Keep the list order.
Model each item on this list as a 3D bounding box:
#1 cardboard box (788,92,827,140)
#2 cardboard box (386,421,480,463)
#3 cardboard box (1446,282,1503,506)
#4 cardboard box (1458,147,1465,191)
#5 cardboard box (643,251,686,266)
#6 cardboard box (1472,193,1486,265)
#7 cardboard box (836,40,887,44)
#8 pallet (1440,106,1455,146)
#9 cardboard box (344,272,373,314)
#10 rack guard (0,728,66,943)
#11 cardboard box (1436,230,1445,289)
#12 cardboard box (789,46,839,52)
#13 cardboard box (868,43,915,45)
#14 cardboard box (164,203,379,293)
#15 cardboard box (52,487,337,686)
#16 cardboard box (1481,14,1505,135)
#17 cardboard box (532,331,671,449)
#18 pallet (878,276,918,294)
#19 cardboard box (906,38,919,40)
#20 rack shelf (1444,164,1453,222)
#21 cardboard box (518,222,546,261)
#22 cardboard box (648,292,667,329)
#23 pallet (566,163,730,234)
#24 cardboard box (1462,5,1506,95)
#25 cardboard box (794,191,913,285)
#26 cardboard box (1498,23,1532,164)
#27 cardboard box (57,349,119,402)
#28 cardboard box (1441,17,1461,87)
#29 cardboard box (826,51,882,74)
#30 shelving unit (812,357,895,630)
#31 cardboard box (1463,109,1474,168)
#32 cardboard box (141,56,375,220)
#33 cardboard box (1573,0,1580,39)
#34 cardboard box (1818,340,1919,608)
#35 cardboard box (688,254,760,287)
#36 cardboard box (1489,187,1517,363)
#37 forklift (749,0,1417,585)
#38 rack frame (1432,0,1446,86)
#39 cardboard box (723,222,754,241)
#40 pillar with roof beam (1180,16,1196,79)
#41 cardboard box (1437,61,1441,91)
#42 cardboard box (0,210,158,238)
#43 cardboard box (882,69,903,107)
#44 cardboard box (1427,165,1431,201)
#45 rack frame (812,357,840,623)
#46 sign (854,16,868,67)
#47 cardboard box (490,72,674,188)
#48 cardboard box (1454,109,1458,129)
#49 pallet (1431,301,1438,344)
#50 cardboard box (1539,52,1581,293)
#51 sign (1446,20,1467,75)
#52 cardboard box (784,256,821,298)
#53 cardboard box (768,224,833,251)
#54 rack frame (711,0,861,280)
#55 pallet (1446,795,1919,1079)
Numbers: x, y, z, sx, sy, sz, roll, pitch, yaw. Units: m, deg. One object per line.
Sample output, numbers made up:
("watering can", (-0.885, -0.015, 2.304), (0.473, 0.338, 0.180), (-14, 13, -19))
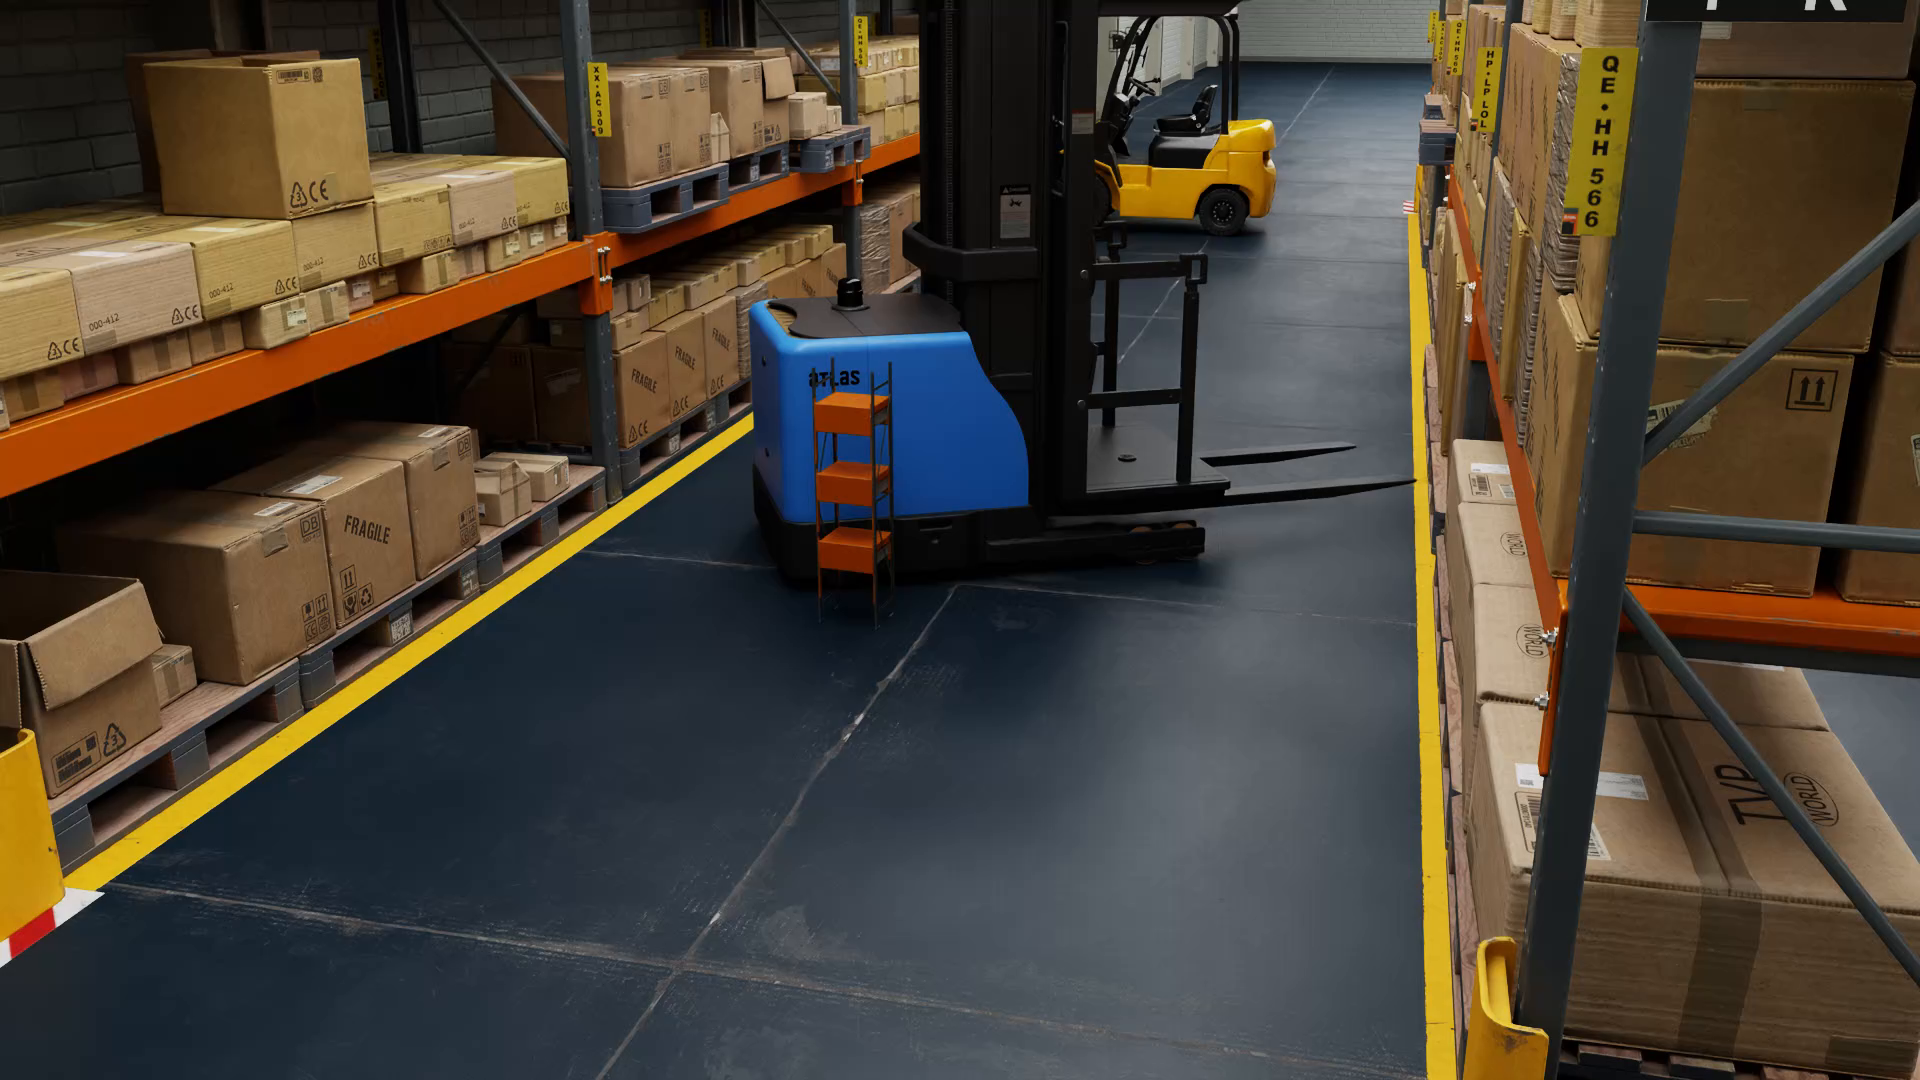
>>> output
("cardboard box", (-1.144, -2.666, 10.433), (0.500, 0.250, 0.500), (4, 19, 11))
("cardboard box", (-2.568, -0.378, 7.665), (0.500, 0.311, 0.500), (5, 20, 15))
("cardboard box", (2.710, -0.643, 7.568), (0.875, 0.875, 0.875), (5, 20, 15))
("cardboard box", (3.142, -2.136, 9.534), (0.500, 0.250, 0.500), (4, 19, 12))
("cardboard box", (-1.894, -1.668, 10.146), (0.380, 0.149, 0.250), (5, 19, 14))
("cardboard box", (2.502, -1.339, 7.199), (0.500, 0.250, 0.500), (4, 19, 12))
("cardboard box", (-0.823, -4.093, 13.872), (0.380, 0.149, 0.250), (5, 19, 13))
("pallet", (4.058, -3.036, 12.233), (1.003, 0.211, 1.213), (5, 19, 13))
("cardboard box", (-2.405, -0.919, 6.127), (0.380, 0.149, 0.250), (5, 19, 13))
("rack guard", (-3.136, 0.772, 4.653), (1.175, 0.500, 0.348), (5, 19, 13))
("cardboard box", (4.125, -2.104, 12.622), (0.950, 0.372, 0.625), (5, 20, 15))
("cardboard box", (-1.107, -3.692, 12.697), (0.380, 0.149, 0.250), (5, 19, 13))
("cardboard box", (-0.562, -3.820, 13.071), (0.380, 0.149, 0.250), (5, 19, 13))
("cardboard box", (-2.435, -1.056, 5.912), (0.500, 0.250, 0.500), (4, 19, 12))
("cardboard box", (-2.667, 0.148, 5.830), (0.700, 0.500, 0.500), (5, 20, 16))
("cardboard box", (2.622, -2.093, 7.472), (0.500, 0.500, 0.500), (5, 19, 14))
("cardboard box", (-1.841, -0.790, 8.577), (0.500, 0.500, 0.500), (6, 20, 16))
("pallet", (-0.961, -1.829, 12.717), (1.003, 0.211, 1.213), (5, 19, 13))
("cardboard box", (-0.247, -4.223, 14.251), (0.380, 0.149, 0.250), (5, 19, 13))
("rack shelf", (4.103, -2.790, 12.327), (1.077, 0.370, 4.000), (5, 19, 13))
("cardboard box", (-2.053, -1.318, 7.295), (0.380, 0.149, 0.250), (5, 20, 15))
("cardboard box", (-1.788, -1.229, 8.859), (0.380, 0.149, 0.250), (4, 19, 11))
("pallet", (-1.876, -1.791, 8.588), (1.003, 0.211, 1.213), (5, 19, 13))
("cardboard box", (3.256, -2.888, 9.802), (0.500, 0.500, 0.500), (4, 19, 12))
("cardboard box", (-0.883, -2.369, 13.007), (0.875, 0.625, 0.625), (5, 20, 15))
("cardboard box", (2.285, -1.640, 6.146), (0.500, 0.500, 0.500), (5, 19, 14))
("cardboard box", (-2.761, -0.518, 4.951), (0.380, 0.149, 0.250), (4, 19, 13))
("cardboard box", (3.943, -3.709, 12.640), (0.500, 0.500, 0.500), (5, 19, 13))
("cardboard box", (-0.773, -3.409, 11.869), (0.380, 0.149, 0.250), (5, 20, 15))
("shelving unit", (-0.417, -0.180, 6.592), (0.252, 1.050, 0.215), (7, 20, 18))
("cardboard box", (2.853, -2.054, 8.520), (0.500, 0.250, 0.500), (5, 19, 14))
("cardboard box", (-2.417, -1.402, 5.764), (0.500, 0.500, 0.500), (5, 20, 15))
("cardboard box", (1.894, -1.437, 4.548), (0.380, 0.149, 0.250), (5, 20, 15))
("cardboard box", (2.055, -0.171, 3.393), (0.500, 0.500, 0.500), (5, 19, 13))
("cardboard box", (-1.427, -1.629, 10.029), (0.380, 0.149, 0.250), (4, 19, 11))
("cardboard box", (2.013, -0.858, 5.403), (0.500, 0.500, 0.500), (5, 19, 14))
("forklift", (0.604, -1.438, 7.362), (3.031, 2.935, 1.130), (-5, 19, -14))
("rack frame", (5.568, -5.011, 17.717), (1.000, 3.000, 0.127), (5, 19, 13))
("cardboard box", (-1.630, -2.078, 11.345), (0.380, 0.149, 0.250), (6, 20, 16))
("pillar with roof beam", (9.749, -15.276, 38.489), (9.100, 9.000, 0.400), (5, 19, 13))
("cardboard box", (4.700, -4.429, 15.398), (0.500, 0.500, 0.500), (5, 20, 15))
("cardboard box", (-3.047, -0.938, 5.565), (0.500, 0.250, 0.500), (5, 20, 15))
("cardboard box", (-0.731, -3.336, 12.273), (0.500, 0.250, 0.500), (5, 20, 15))
("cardboard box", (4.598, -3.376, 15.374), (0.500, 0.500, 0.500), (5, 19, 14))
("rack frame", (-0.532, -0.194, 6.630), (0.008, 1.050, 0.200), (7, 20, 18))
("sign", (-0.672, -3.365, 11.229), (0.100, 0.325, 0.005), (5, 19, 13))
("cardboard box", (-1.842, -2.020, 8.158), (0.700, 0.500, 0.500), (5, 20, 15))
("cardboard box", (3.461, -2.794, 10.966), (0.380, 0.149, 0.250), (5, 19, 14))
("pallet", (3.806, -1.428, 11.543), (1.003, 0.211, 1.213), (5, 19, 13))
("cardboard box", (1.645, -0.852, 3.841), (0.500, 0.500, 0.500), (5, 19, 14))
("sign", (3.085, -3.054, 10.318), (0.100, 0.325, 0.005), (5, 19, 13))
("cardboard box", (-1.228, -1.604, 10.962), (0.500, 0.500, 0.500), (4, 19, 13))
("cardboard box", (-1.075, -2.042, 11.240), (0.380, 0.149, 0.250), (4, 19, 11))
("rack frame", (-1.200, -2.894, 11.520), (1.000, 3.000, 0.127), (5, 19, 13))
("pallet", (1.779, 1.067, 4.237), (1.003, 0.211, 1.213), (5, 19, 13))
